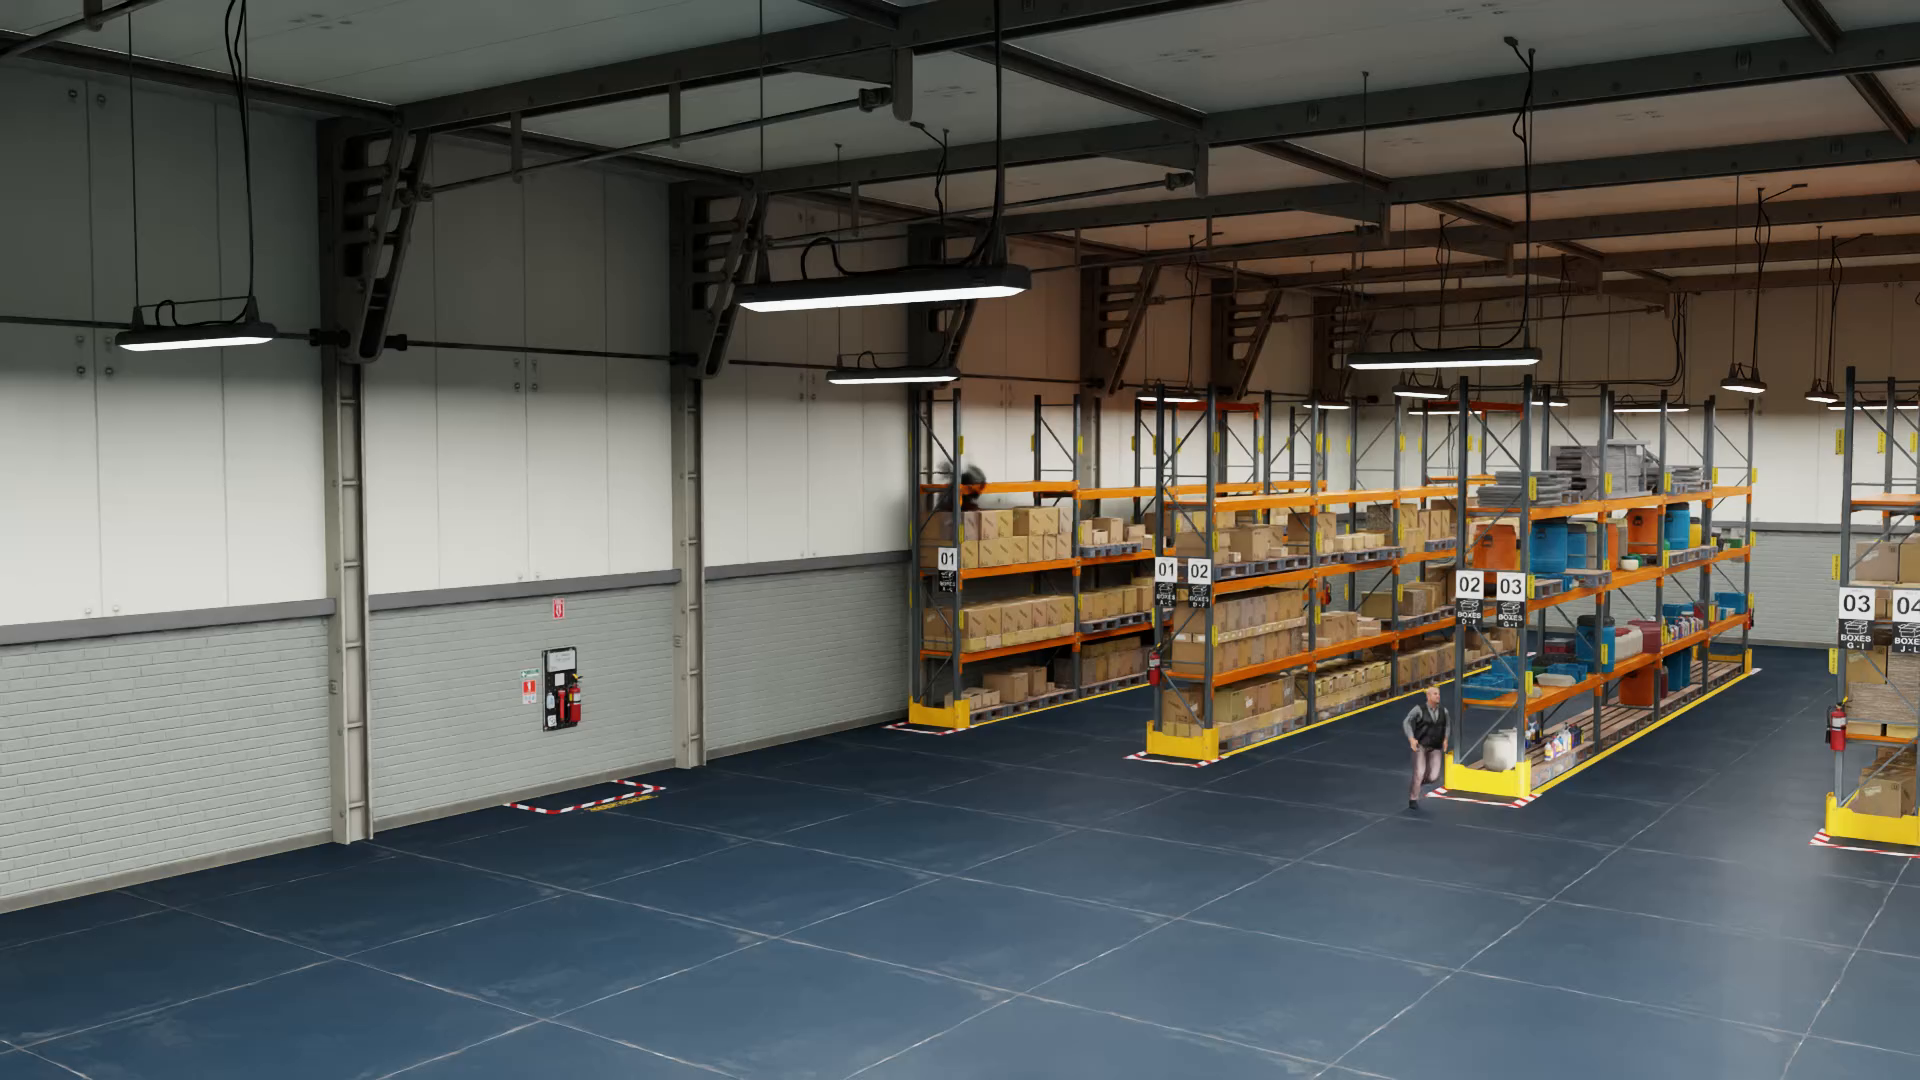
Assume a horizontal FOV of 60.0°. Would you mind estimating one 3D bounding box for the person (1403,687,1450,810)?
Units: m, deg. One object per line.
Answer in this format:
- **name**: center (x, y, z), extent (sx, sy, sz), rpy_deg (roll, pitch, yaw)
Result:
- **person**: center (6.487, 2.873, 23.065), extent (0.704, 1.675, 0.545), rpy_deg (0, 3, -5)
